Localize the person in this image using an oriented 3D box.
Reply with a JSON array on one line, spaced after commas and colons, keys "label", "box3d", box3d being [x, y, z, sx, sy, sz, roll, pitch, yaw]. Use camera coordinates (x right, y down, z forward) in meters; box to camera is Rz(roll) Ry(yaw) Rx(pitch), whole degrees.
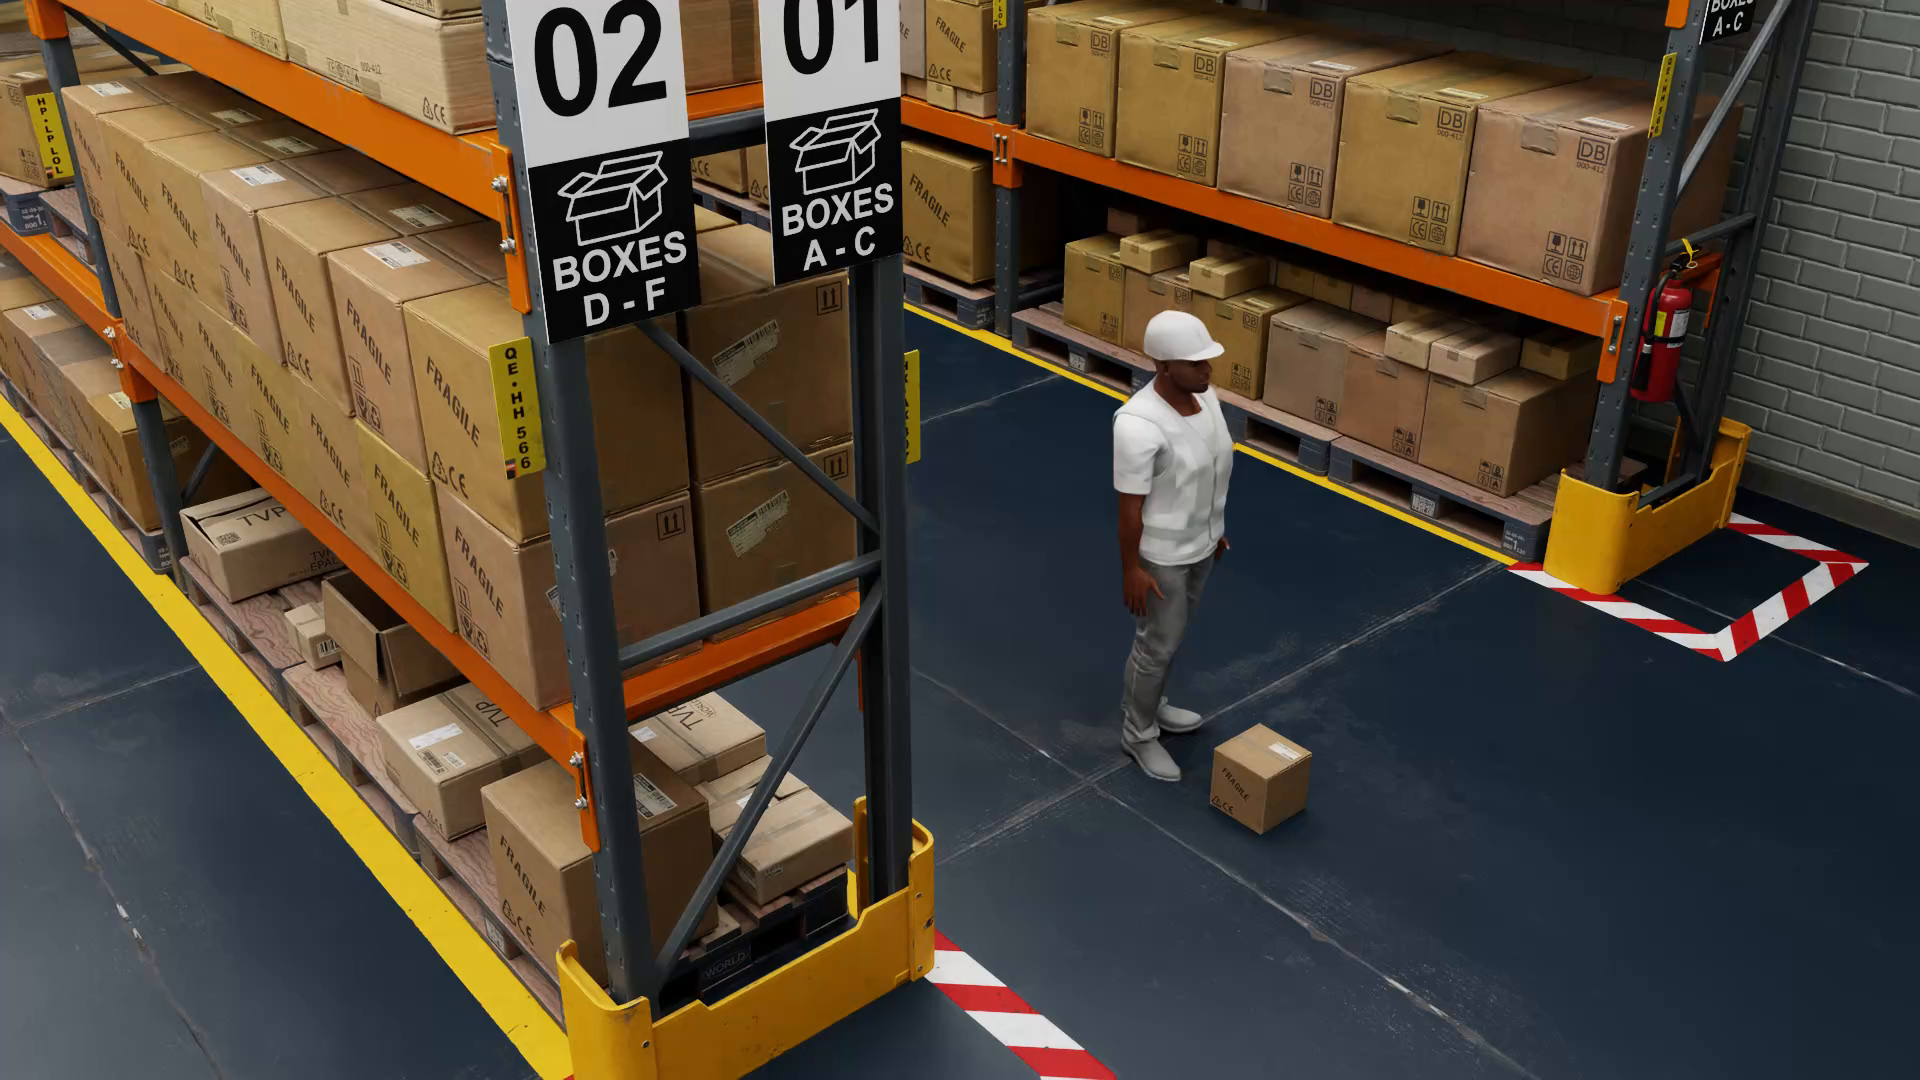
[{"label": "person", "box3d": [0.775, 0.011, 6.076, 0.388, 1.792, 0.610, 19, 34, 32]}]
